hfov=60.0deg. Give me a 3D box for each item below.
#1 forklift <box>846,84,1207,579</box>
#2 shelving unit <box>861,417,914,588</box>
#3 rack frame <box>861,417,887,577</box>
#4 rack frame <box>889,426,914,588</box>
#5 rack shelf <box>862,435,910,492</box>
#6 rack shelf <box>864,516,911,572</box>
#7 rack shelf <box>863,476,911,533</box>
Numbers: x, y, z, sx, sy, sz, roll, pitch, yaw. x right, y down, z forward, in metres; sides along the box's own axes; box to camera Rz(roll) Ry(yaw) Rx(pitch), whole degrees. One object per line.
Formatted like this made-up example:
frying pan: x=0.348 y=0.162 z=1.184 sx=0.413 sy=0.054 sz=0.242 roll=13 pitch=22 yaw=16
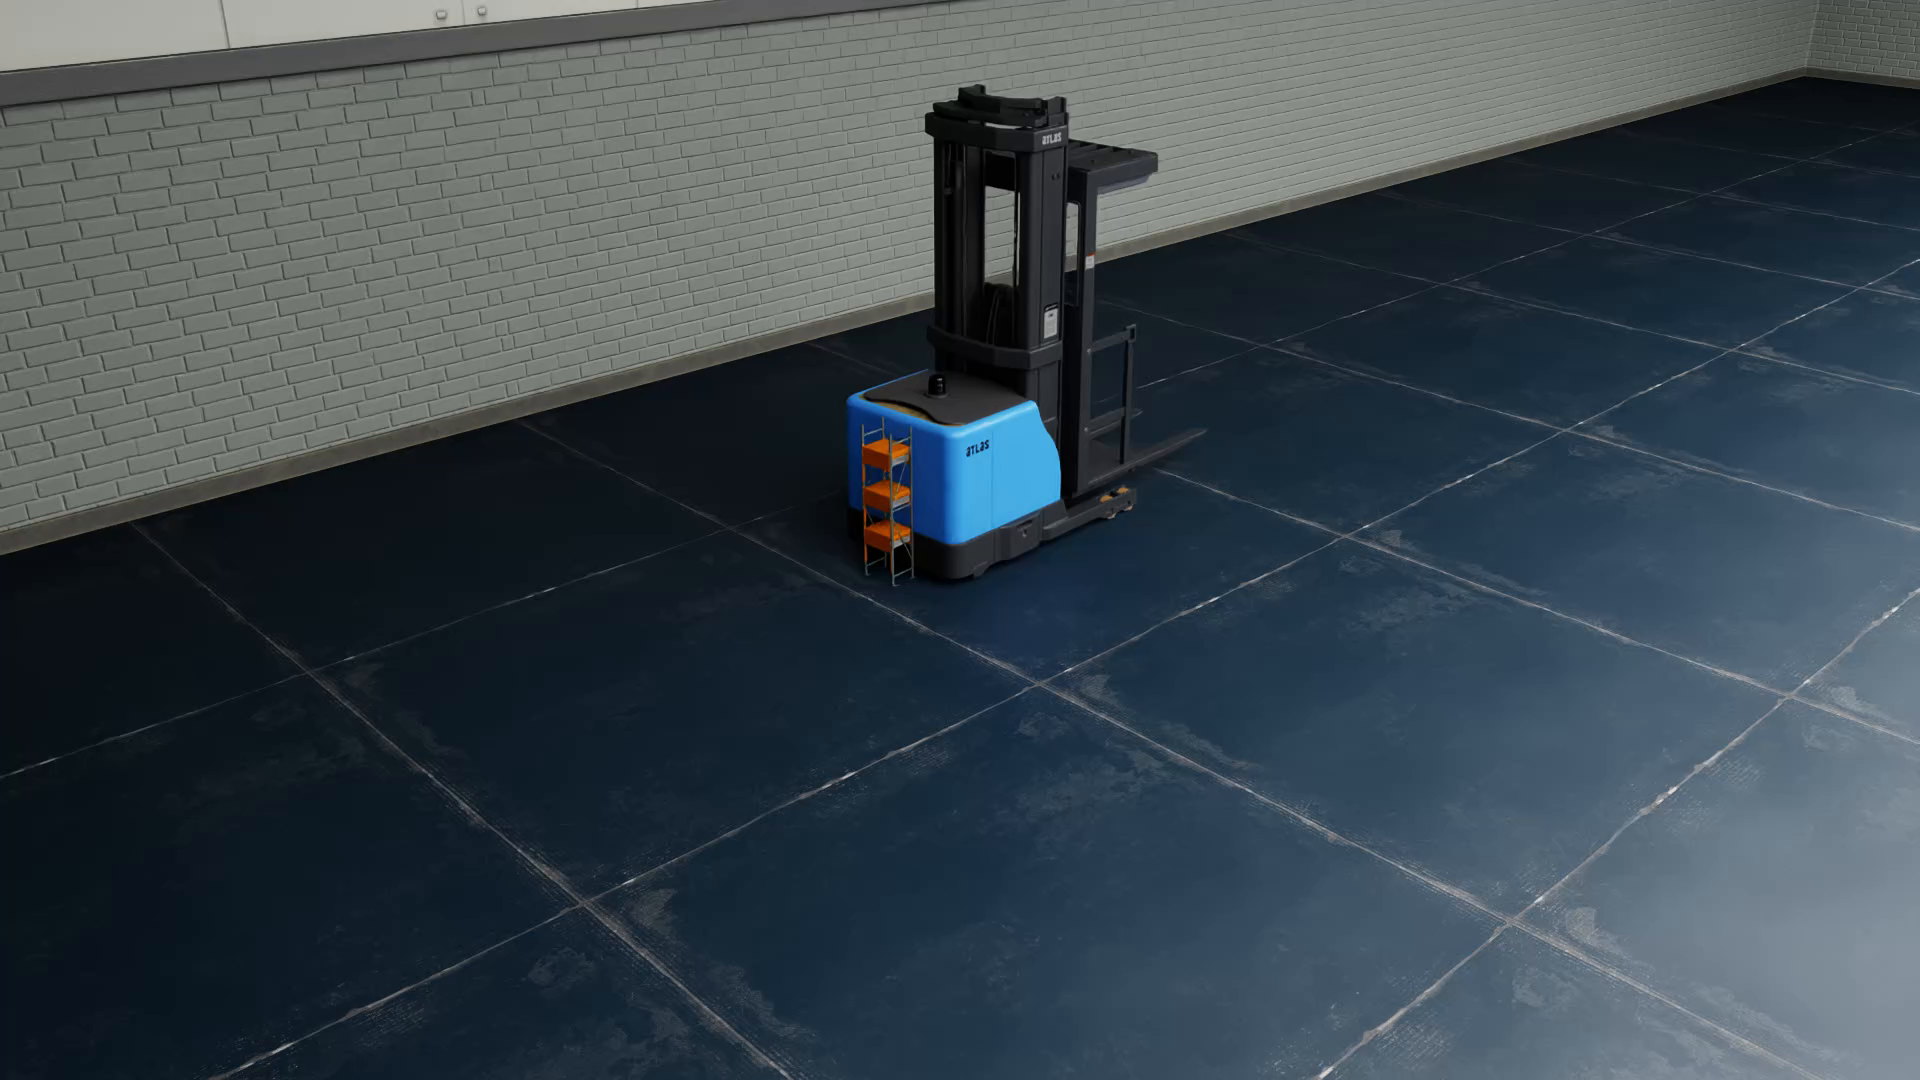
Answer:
forklift: x=0.610 y=-1.606 z=11.345 sx=1.130 sy=2.935 sz=3.031 roll=21 pitch=32 yaw=38
shelving unit: x=-0.460 y=-0.237 z=10.609 sx=0.252 sy=1.050 sz=0.215 roll=20 pitch=32 yaw=37
rack frame: x=-0.550 y=-0.271 z=10.683 sx=0.008 sy=1.050 sz=0.200 roll=20 pitch=32 yaw=37
rack frame: x=-0.369 y=-0.203 z=10.535 sx=0.008 sy=1.050 sz=0.200 roll=20 pitch=32 yaw=37
rack shelf: x=-0.460 y=-0.485 z=10.496 sx=0.240 sy=0.259 sz=0.215 roll=20 pitch=32 yaw=37
rack shelf: x=-0.460 y=0.026 z=10.729 sx=0.240 sy=0.259 sz=0.215 roll=20 pitch=32 yaw=37
rack shelf: x=-0.460 y=-0.227 z=10.613 sx=0.240 sy=0.259 sz=0.215 roll=20 pitch=32 yaw=37
